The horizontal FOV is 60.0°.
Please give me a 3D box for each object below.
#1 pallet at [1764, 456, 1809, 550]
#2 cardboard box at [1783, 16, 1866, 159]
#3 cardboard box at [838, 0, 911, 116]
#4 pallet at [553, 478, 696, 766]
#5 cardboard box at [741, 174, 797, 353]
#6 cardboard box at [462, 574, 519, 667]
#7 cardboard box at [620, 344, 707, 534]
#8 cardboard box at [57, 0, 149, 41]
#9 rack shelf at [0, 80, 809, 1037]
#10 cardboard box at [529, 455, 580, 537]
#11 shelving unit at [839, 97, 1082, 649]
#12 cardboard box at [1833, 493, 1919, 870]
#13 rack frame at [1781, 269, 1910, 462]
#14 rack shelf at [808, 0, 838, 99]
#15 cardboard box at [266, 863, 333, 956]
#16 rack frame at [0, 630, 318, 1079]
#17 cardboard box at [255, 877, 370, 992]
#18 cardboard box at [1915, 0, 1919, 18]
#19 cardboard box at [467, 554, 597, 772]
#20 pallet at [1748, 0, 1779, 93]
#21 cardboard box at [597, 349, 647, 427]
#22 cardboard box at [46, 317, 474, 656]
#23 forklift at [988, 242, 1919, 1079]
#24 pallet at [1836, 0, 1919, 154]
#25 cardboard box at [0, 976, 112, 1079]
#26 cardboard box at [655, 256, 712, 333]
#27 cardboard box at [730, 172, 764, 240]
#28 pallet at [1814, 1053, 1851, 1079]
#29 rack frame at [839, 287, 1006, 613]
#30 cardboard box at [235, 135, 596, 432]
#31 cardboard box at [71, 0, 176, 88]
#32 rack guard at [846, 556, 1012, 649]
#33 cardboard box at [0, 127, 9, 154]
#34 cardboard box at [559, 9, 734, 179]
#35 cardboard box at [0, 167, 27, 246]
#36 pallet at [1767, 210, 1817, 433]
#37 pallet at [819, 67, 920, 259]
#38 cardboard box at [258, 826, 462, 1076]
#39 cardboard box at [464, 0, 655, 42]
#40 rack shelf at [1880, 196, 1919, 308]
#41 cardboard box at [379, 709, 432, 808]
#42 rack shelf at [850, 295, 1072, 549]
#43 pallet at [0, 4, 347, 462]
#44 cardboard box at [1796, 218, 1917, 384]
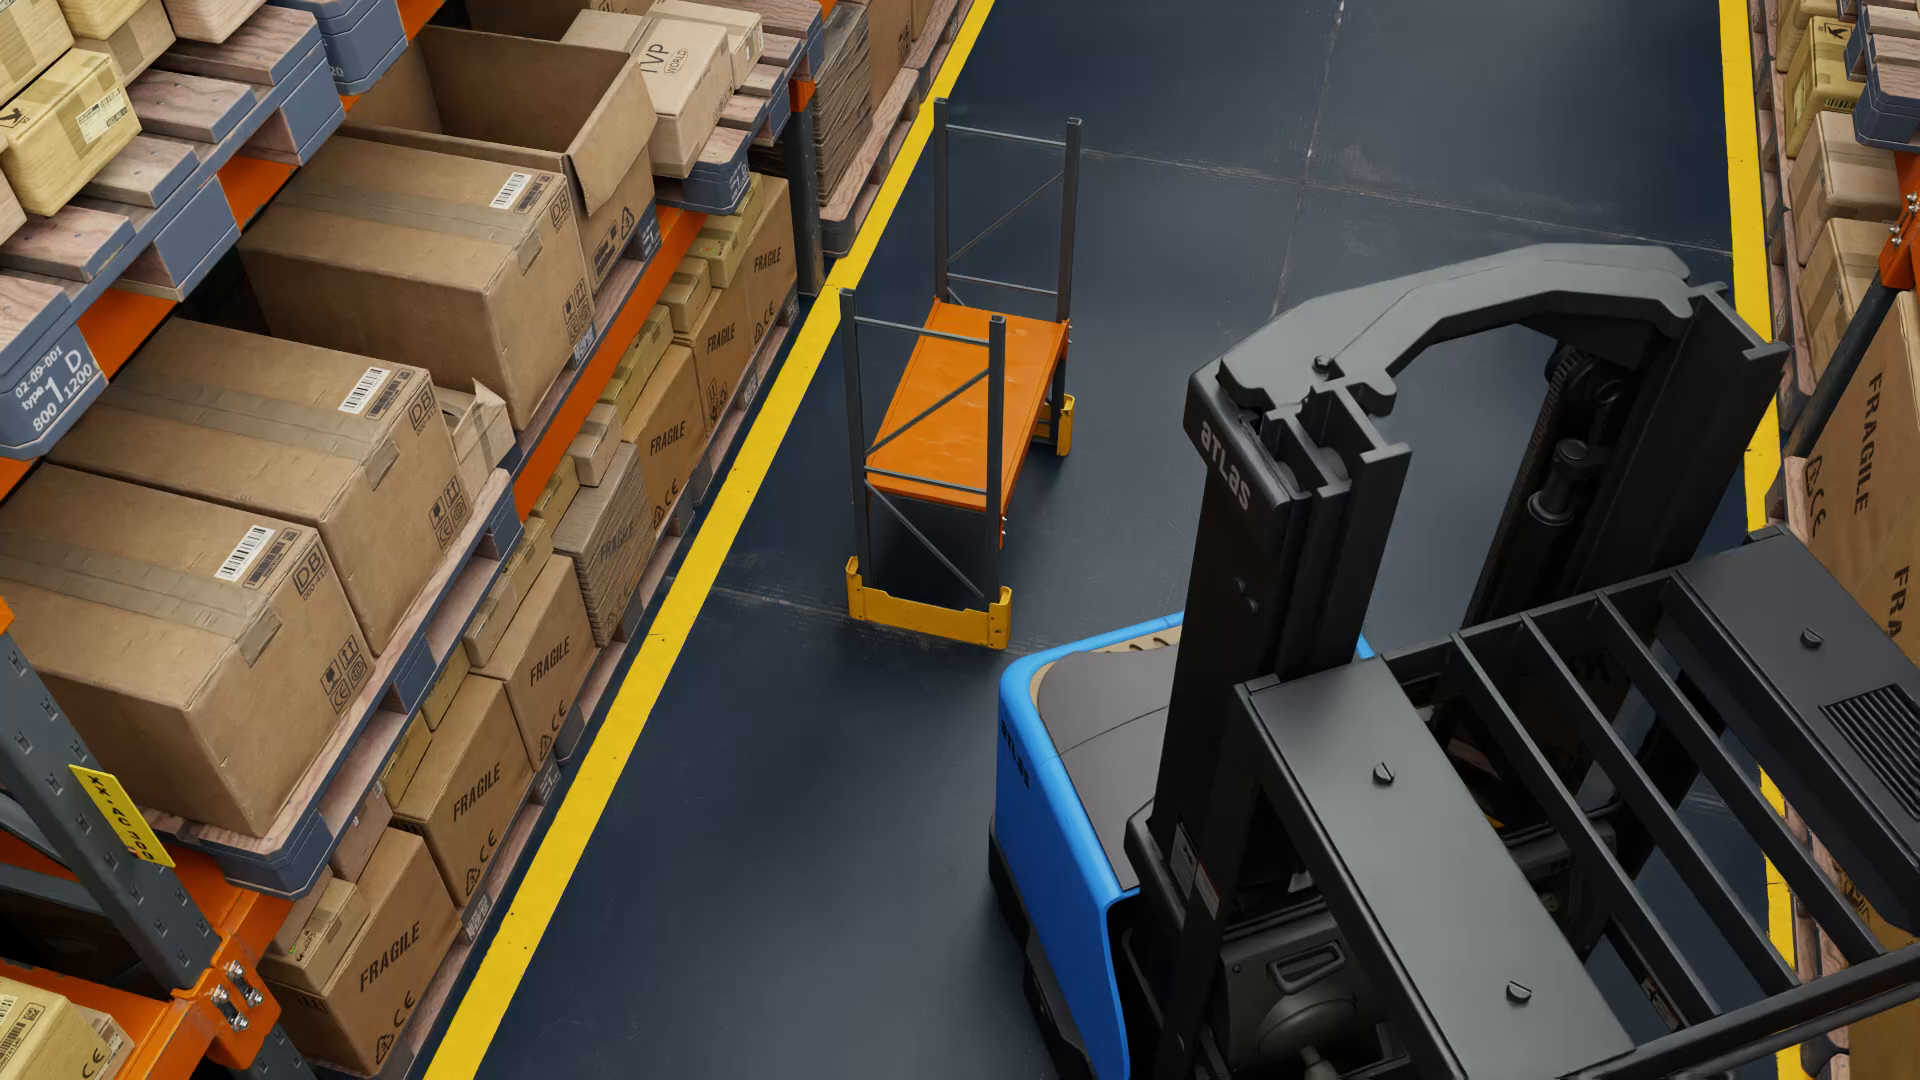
[{"bbox_3d":[3.425,0.281,5.861,1.003,0.211,1.213,12,50,10],"label":"pallet"},{"bbox_3d":[4.255,-1.956,7.448,0.950,0.372,0.625,13,50,11],"label":"cardboard box"},{"bbox_3d":[-0.742,-2.450,7.715,0.875,0.625,0.625,13,50,11],"label":"cardboard box"},{"bbox_3d":[-1.640,0.161,5.967,1.003,0.211,1.213,12,50,10],"label":"pallet"},{"bbox_3d":[-0.988,-1.138,6.641,0.500,0.500,0.500,13,50,11],"label":"cardboard box"},{"bbox_3d":[-1.570,0.208,5.020,0.380,0.149,0.250,11,50,10],"label":"cardboard box"},{"bbox_3d":[-1.265,-0.399,5.988,0.500,0.500,0.500,14,50,12],"label":"cardboard box"},{"bbox_3d":[-1.526,-0.972,2.729,0.380,0.149,0.250,11,49,9],"label":"cardboard box"},{"bbox_3d":[-1.611,-0.489,5.161,1.077,0.370,4.000,12,50,10],"label":"rack shelf"},{"bbox_3d":[-1.460,-0.172,5.356,0.380,0.149,0.250,12,50,10],"label":"cardboard box"},{"bbox_3d":[0.020,-0.551,5.736,0.587,1.500,1.083,12,50,10],"label":"shelving unit"},{"bbox_3d":[3.205,0.494,4.950,0.875,0.875,0.875,12,50,10],"label":"cardboard box"},{"bbox_3d":[3.705,-1.197,5.306,1.000,3.000,0.127,12,50,10],"label":"rack frame"},{"bbox_3d":[-0.558,-3.383,7.715,1.077,0.370,4.000,12,50,10],"label":"rack shelf"},{"bbox_3d":[-1.844,0.875,4.233,0.380,0.149,0.250,11,49,9],"label":"cardboard box"},{"bbox_3d":[-2.137,0.719,3.615,1.000,3.000,0.127,12,50,10],"label":"rack frame"},{"bbox_3d":[-1.786,0.986,4.334,0.380,0.149,0.250,14,50,12],"label":"cardboard box"},{"bbox_3d":[3.589,-1.936,5.845,0.380,0.149,0.250,11,50,10],"label":"cardboard box"},{"bbox_3d":[-1.526,0.355,5.324,0.500,0.500,0.500,10,49,9],"label":"cardboard box"},{"bbox_3d":[4.555,-2.604,8.408,1.003,0.211,1.213,12,50,10],"label":"pallet"},{"bbox_3d":[-1.302,-0.546,5.685,0.380,0.149,0.250,11,49,9],"label":"cardboard box"},{"bbox_3d":[-1.658,-0.133,4.020,0.700,0.500,0.500,12,50,10],"label":"cardboard box"},{"bbox_3d":[1.059,0.999,3.414,1.130,2.935,3.031,-15,50,-13],"label":"forklift"},{"bbox_3d":[3.790,-1.670,5.852,1.213,0.211,1.003,12,50,10],"label":"pallet"},{"bbox_3d":[-2.036,1.087,3.192,0.500,0.250,0.500,13,50,11],"label":"cardboard box"},{"bbox_3d":[-1.124,-0.908,6.005,0.380,0.149,0.250,10,49,9],"label":"cardboard box"},{"bbox_3d":[-0.970,-1.293,6.345,0.380,0.149,0.250,9,49,8],"label":"cardboard box"},{"bbox_3d":[2.783,2.046,4.304,1.003,0.211,1.213,12,50,10],"label":"pallet"},{"bbox_3d":[-0.111,-0.190,5.418,0.500,1.500,0.032,12,50,10],"label":"rack frame"},{"bbox_3d":[-1.451,-0.701,4.521,0.700,0.500,0.500,11,50,10],"label":"cardboard box"},{"bbox_3d":[-1.601,-0.883,2.849,0.380,0.149,0.250,12,50,10],"label":"cardboard box"},{"bbox_3d":[-0.111,0.222,5.887,0.587,0.250,0.087,12,50,10],"label":"rack guard"},{"bbox_3d":[-1.635,-0.590,2.392,0.380,0.149,0.250,13,50,11],"label":"cardboard box"},{"bbox_3d":[-1.050,-1.436,5.337,0.500,0.250,0.500,9,49,8],"label":"cardboard box"},{"bbox_3d":[-1.675,-0.500,2.511,0.380,0.149,0.250,12,50,11],"label":"cardboard box"},{"bbox_3d":[3.913,-0.840,6.850,1.003,0.211,1.213,12,50,10],"label":"pallet"},{"bbox_3d":[-0.830,-1.839,7.732,1.003,0.211,1.213,12,50,10],"label":"pallet"},{"bbox_3d":[-1.793,1.102,4.664,0.500,0.500,0.500,14,50,12],"label":"cardboard box"},{"bbox_3d":[-1.370,-2.005,5.672,0.500,0.500,0.500,14,50,12],"label":"cardboard box"},{"bbox_3d":[3.179,0.487,4.299,1.077,0.370,4.000,12,50,10],"label":"rack shelf"},{"bbox_3d":[-1.731,0.582,4.690,0.380,0.149,0.250,9,49,8],"label":"cardboard box"},{"bbox_3d":[0.022,-0.439,5.877,0.538,0.185,1.000,12,50,10],"label":"rack shelf"},{"bbox_3d":[-1.898,-0.669,2.965,1.213,0.211,1.003,12,50,10],"label":"pallet"},{"bbox_3d":[3.864,-0.873,6.493,0.950,0.372,0.625,9,49,7],"label":"cardboard box"}]
